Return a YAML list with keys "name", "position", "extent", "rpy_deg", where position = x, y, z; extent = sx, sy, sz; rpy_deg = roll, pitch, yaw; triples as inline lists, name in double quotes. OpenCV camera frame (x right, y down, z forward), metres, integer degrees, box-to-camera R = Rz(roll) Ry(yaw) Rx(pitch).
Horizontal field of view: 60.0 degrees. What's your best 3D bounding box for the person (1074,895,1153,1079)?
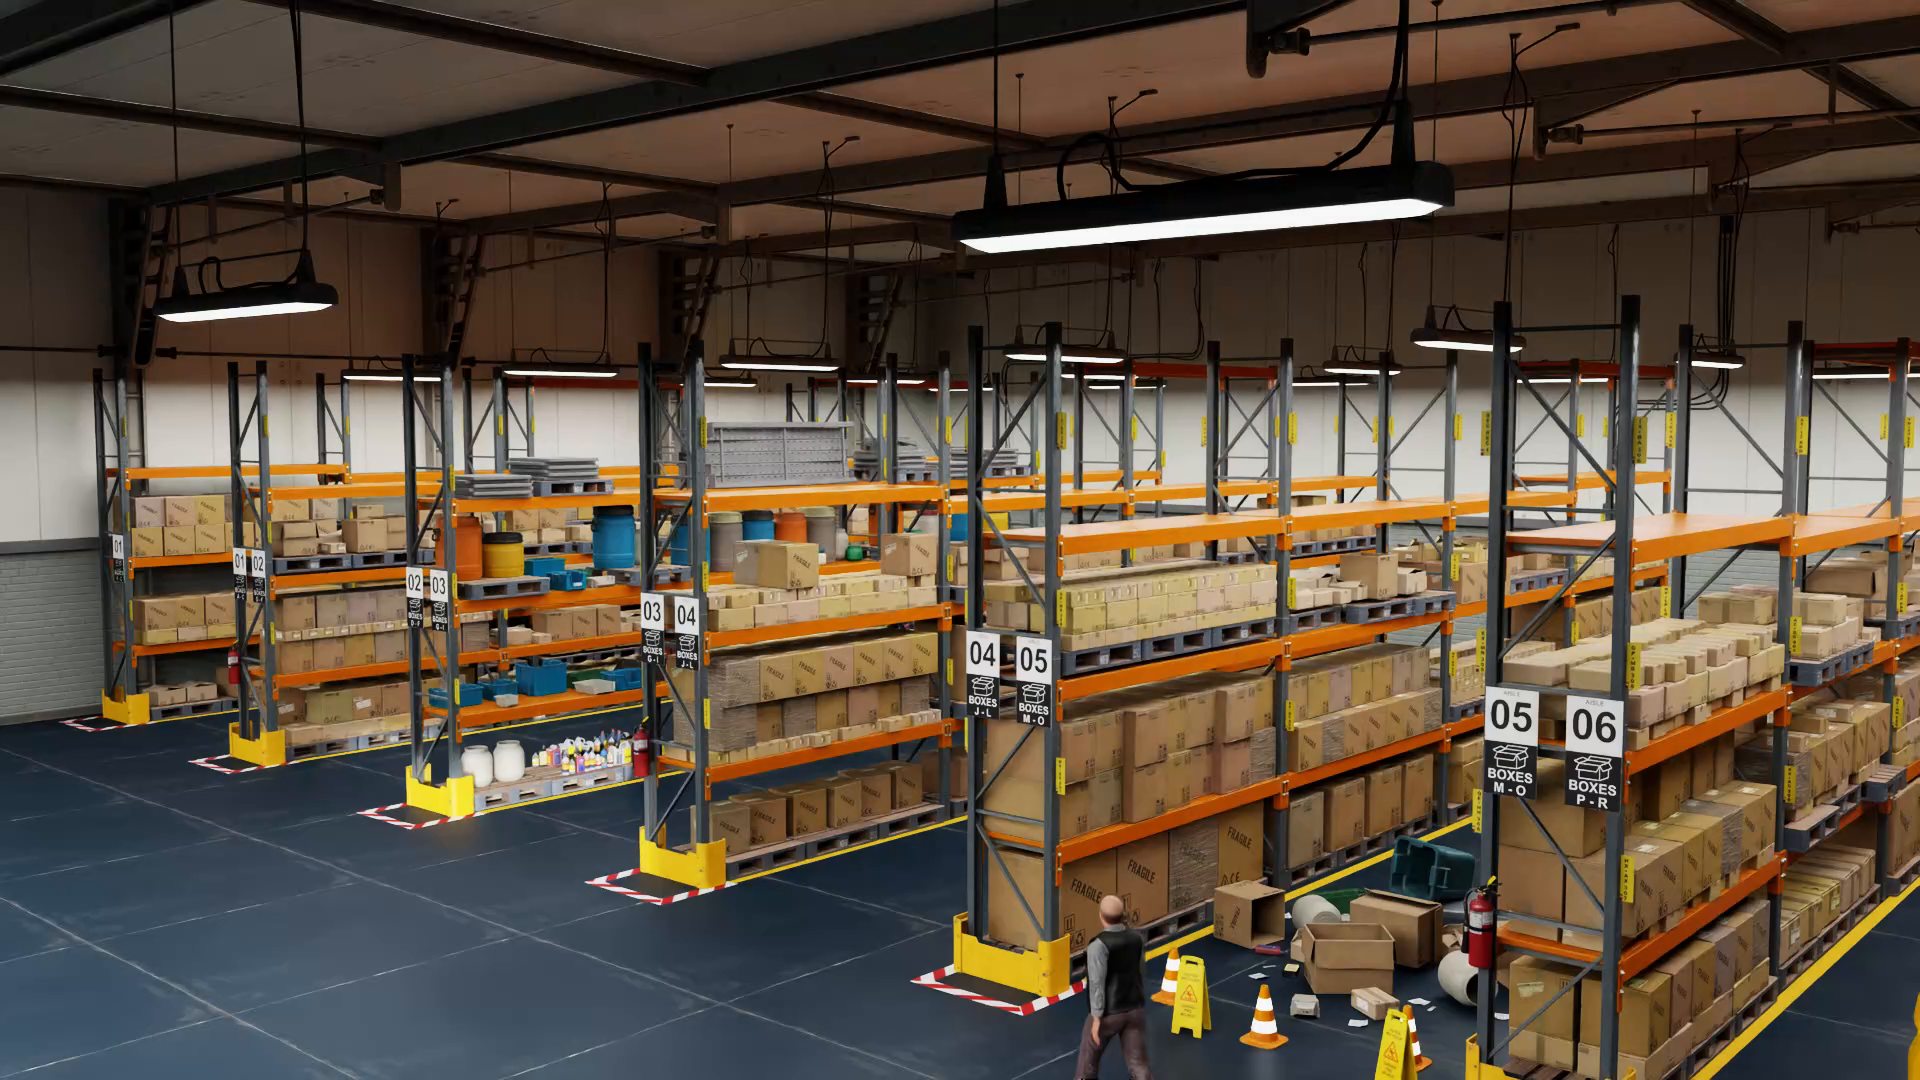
- name: "person"
  position: [1.108, 3.417, 12.152]
  extent: [0.582, 1.656, 1.032]
  rpy_deg: [-3, 5, -32]
